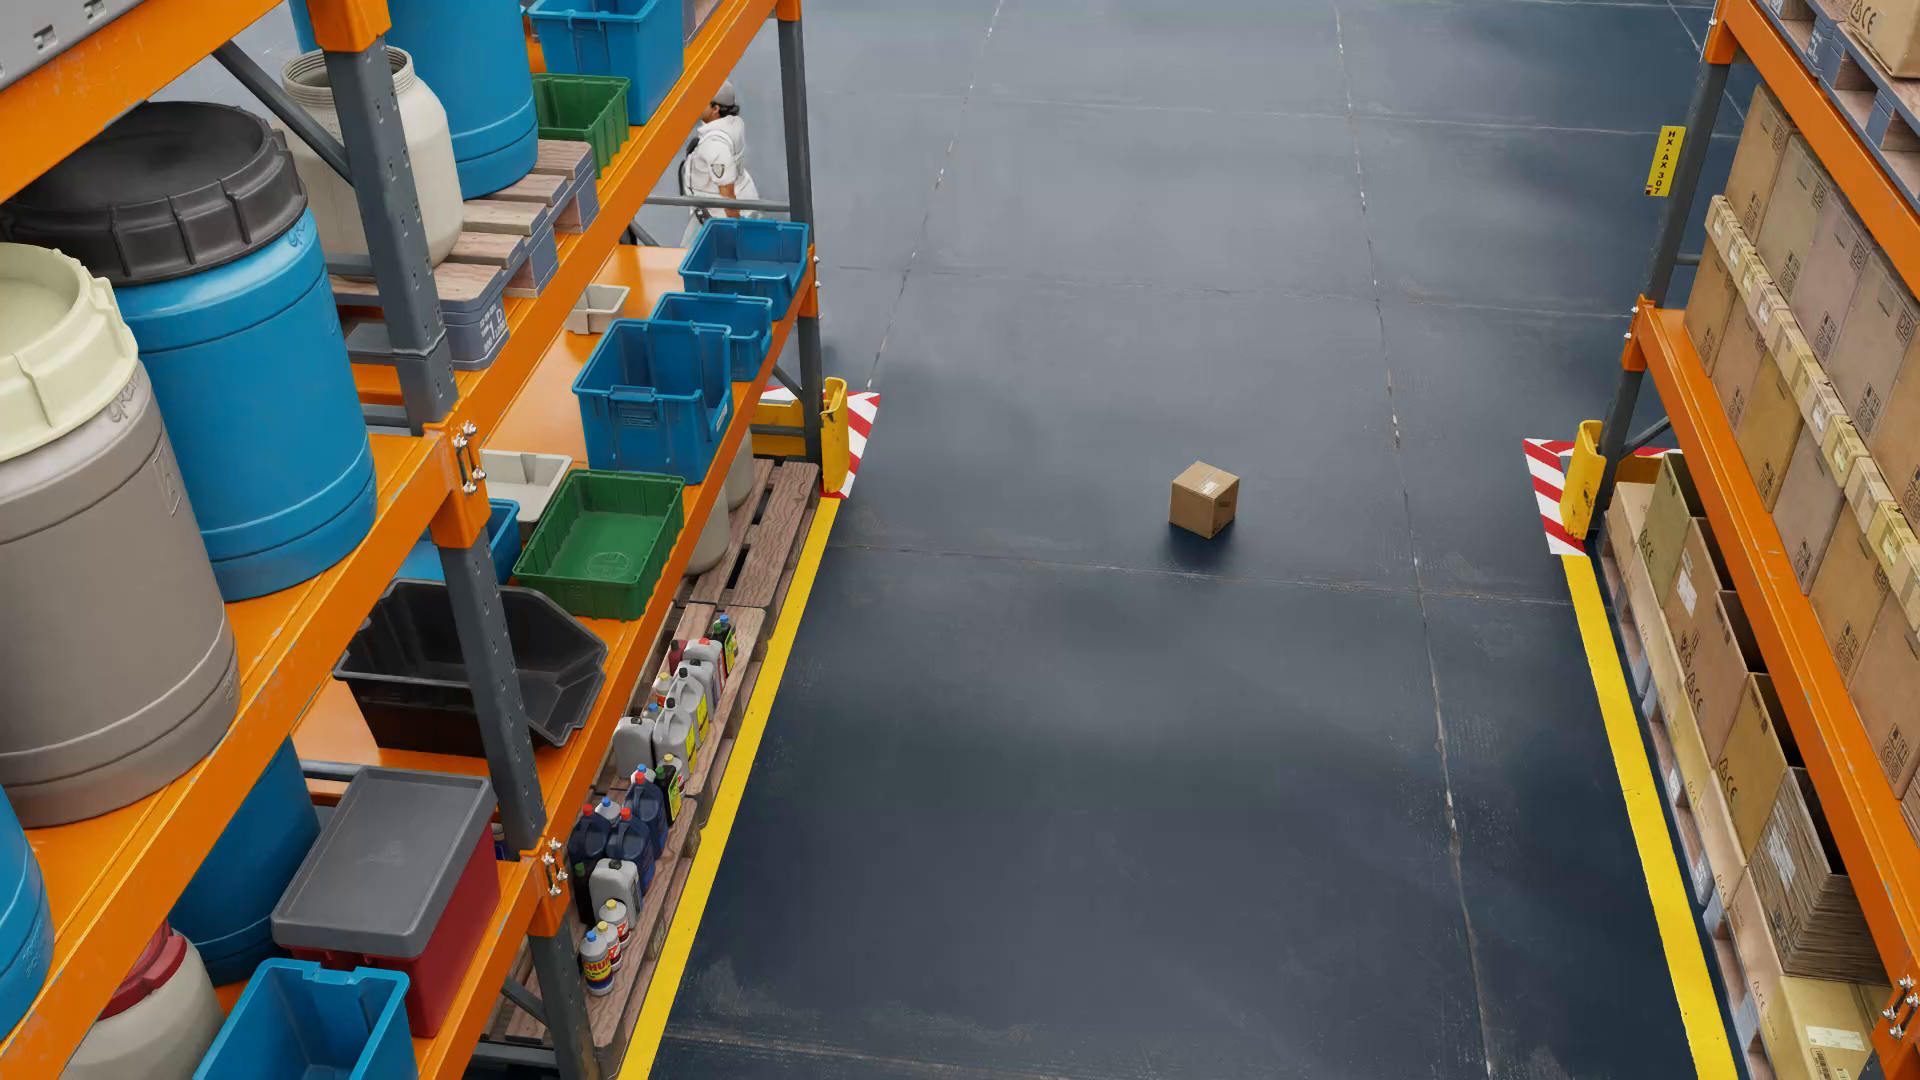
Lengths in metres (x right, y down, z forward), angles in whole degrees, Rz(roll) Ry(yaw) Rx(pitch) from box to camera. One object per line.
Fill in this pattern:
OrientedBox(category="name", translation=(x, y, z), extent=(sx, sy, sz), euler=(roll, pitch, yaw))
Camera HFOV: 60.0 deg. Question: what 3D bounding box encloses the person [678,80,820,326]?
OrientedBox(category="person", translation=(-1.352, -1.892, 9.596), extent=(0.984, 1.614, 0.472), euler=(9, 37, 12))
